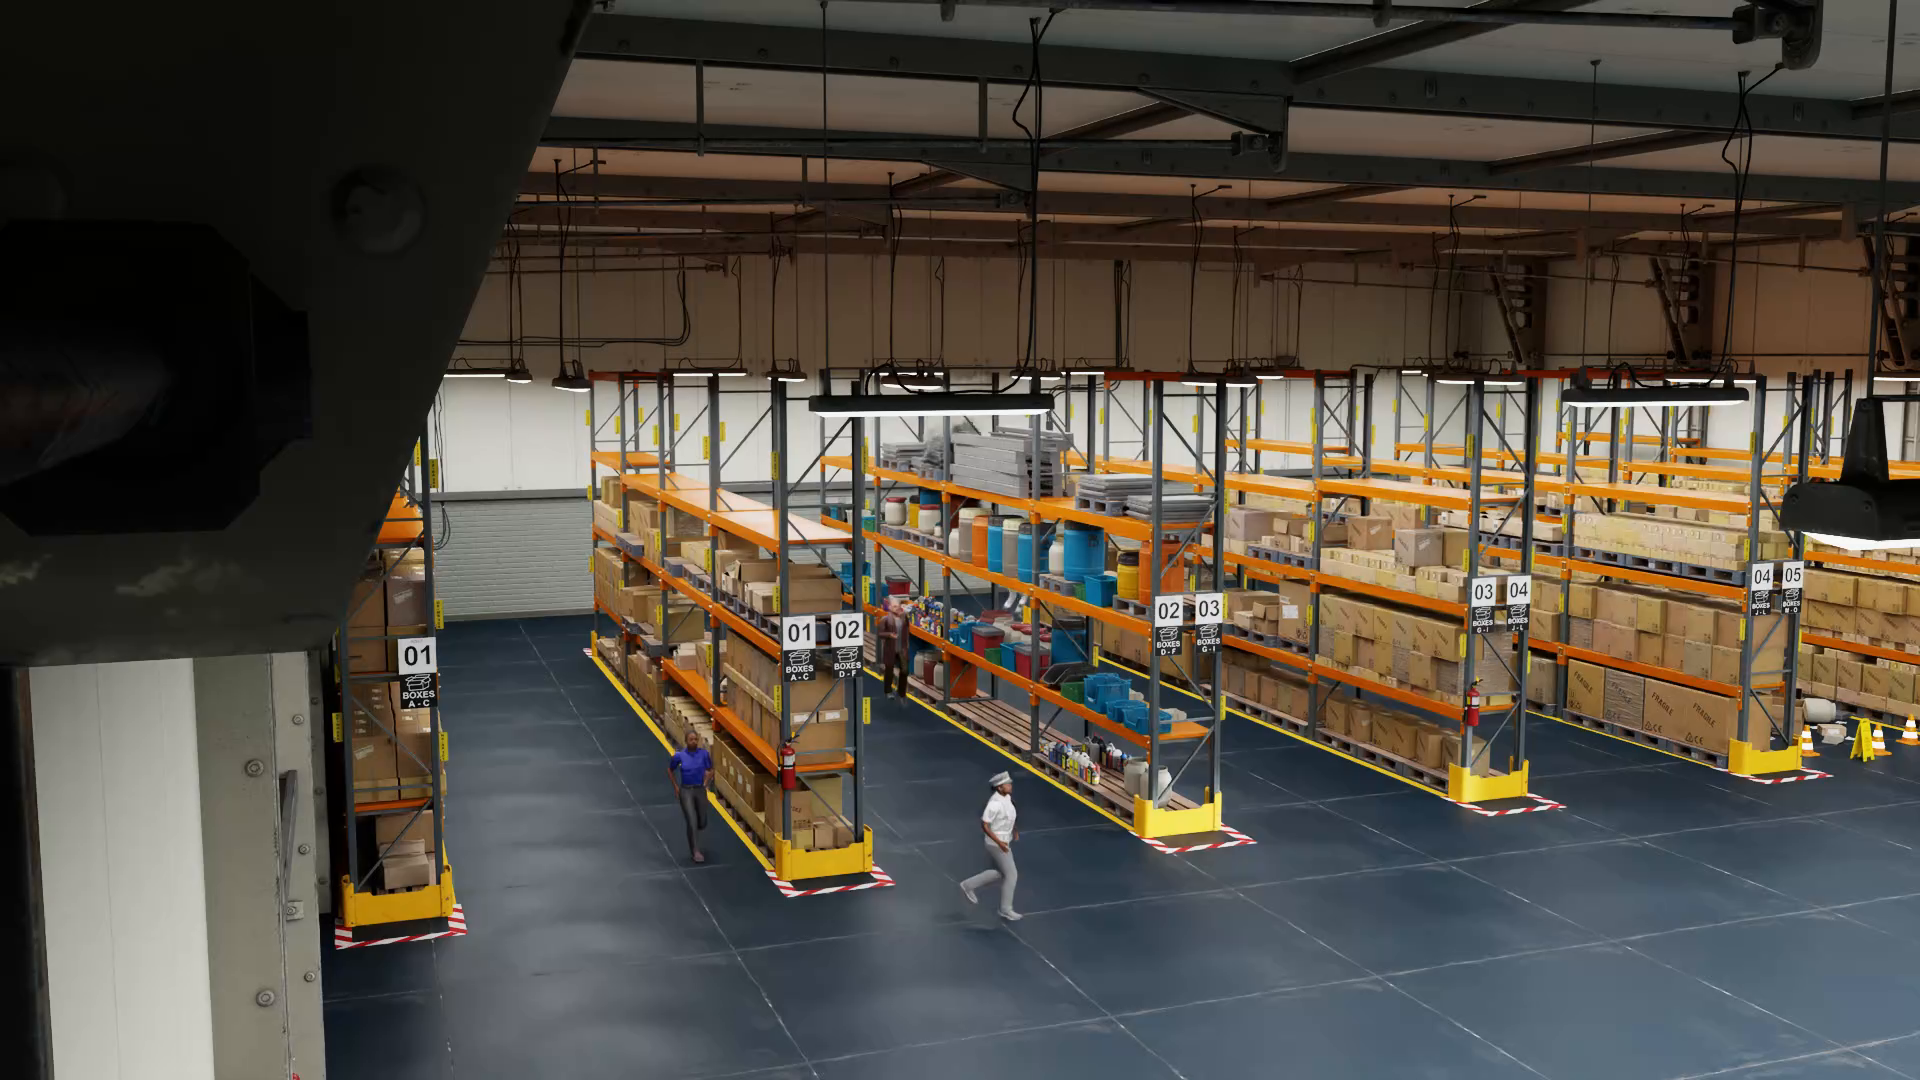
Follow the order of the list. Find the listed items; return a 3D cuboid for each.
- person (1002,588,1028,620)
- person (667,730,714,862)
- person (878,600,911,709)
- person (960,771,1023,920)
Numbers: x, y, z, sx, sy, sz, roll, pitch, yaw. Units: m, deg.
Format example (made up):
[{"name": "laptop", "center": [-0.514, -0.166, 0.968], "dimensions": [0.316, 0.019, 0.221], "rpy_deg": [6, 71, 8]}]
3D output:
[{"name": "person", "center": [1.329, 1.022, 39.688], "dimensions": [0.733, 1.777, 0.642], "rpy_deg": [-2, 7, -14]}, {"name": "person", "center": [-3.380, 3.187, 20.962], "dimensions": [0.576, 1.620, 0.715], "rpy_deg": [-2, 7, -21]}, {"name": "person", "center": [-1.106, 1.971, 28.851], "dimensions": [0.654, 1.883, 0.834], "rpy_deg": [-2, 7, -20]}, {"name": "person", "center": [0.351, 3.420, 18.743], "dimensions": [0.737, 1.714, 0.578], "rpy_deg": [2, 7, 14]}]
